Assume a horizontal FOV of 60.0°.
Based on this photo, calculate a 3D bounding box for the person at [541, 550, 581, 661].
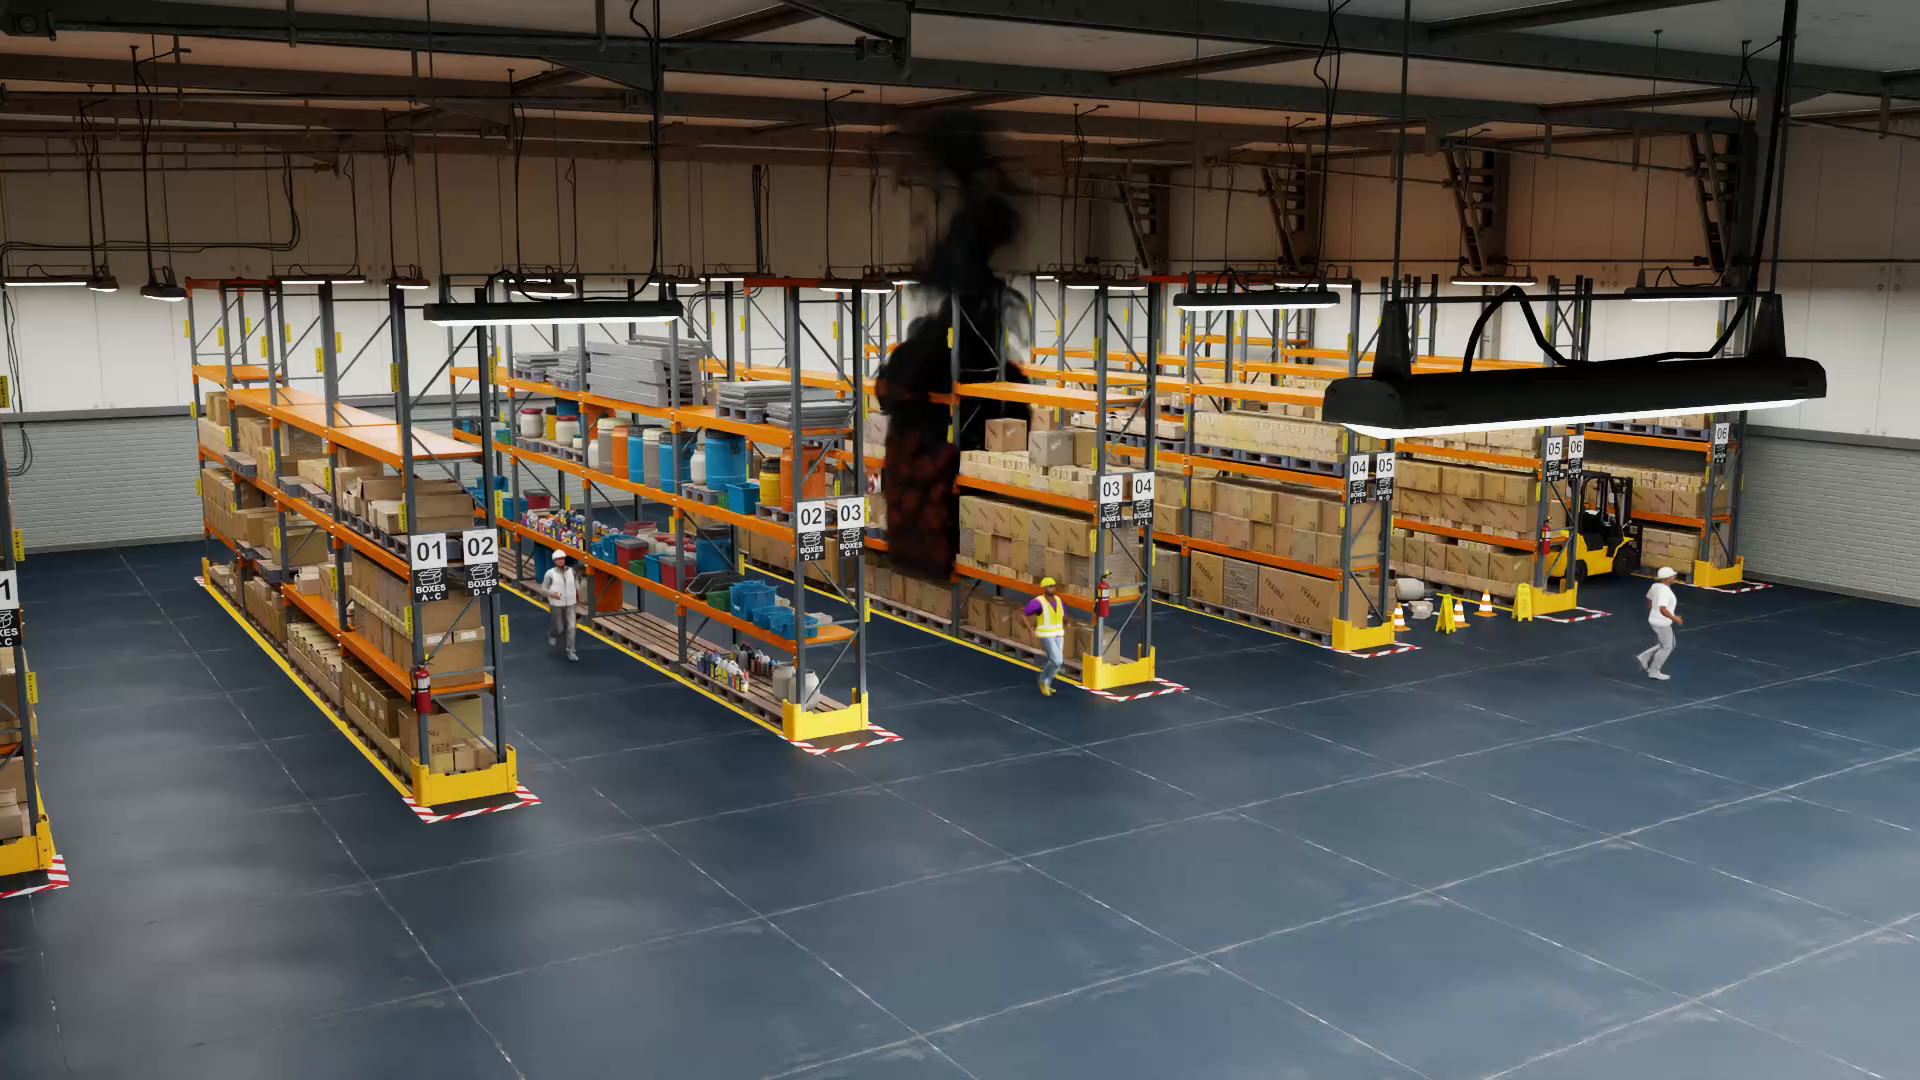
[{"bbox_3d":[-6.358,1.022,26.664,0.676,1.741,0.971,-6,11,-31],"label":"person"}]

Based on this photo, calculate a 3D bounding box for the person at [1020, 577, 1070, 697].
[{"bbox_3d":[1.327,1.419,24.327,0.678,1.746,0.638,-8,12,-39],"label":"person"}]

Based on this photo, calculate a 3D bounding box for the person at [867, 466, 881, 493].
[{"bbox_3d":[-1.893,-0.869,37.779,0.679,1.786,0.885,-5,11,-28],"label":"person"}]

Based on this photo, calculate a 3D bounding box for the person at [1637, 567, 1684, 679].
[{"bbox_3d":[10.672,1.263,25.310,0.575,1.727,0.709,2,10,12],"label":"person"}]
